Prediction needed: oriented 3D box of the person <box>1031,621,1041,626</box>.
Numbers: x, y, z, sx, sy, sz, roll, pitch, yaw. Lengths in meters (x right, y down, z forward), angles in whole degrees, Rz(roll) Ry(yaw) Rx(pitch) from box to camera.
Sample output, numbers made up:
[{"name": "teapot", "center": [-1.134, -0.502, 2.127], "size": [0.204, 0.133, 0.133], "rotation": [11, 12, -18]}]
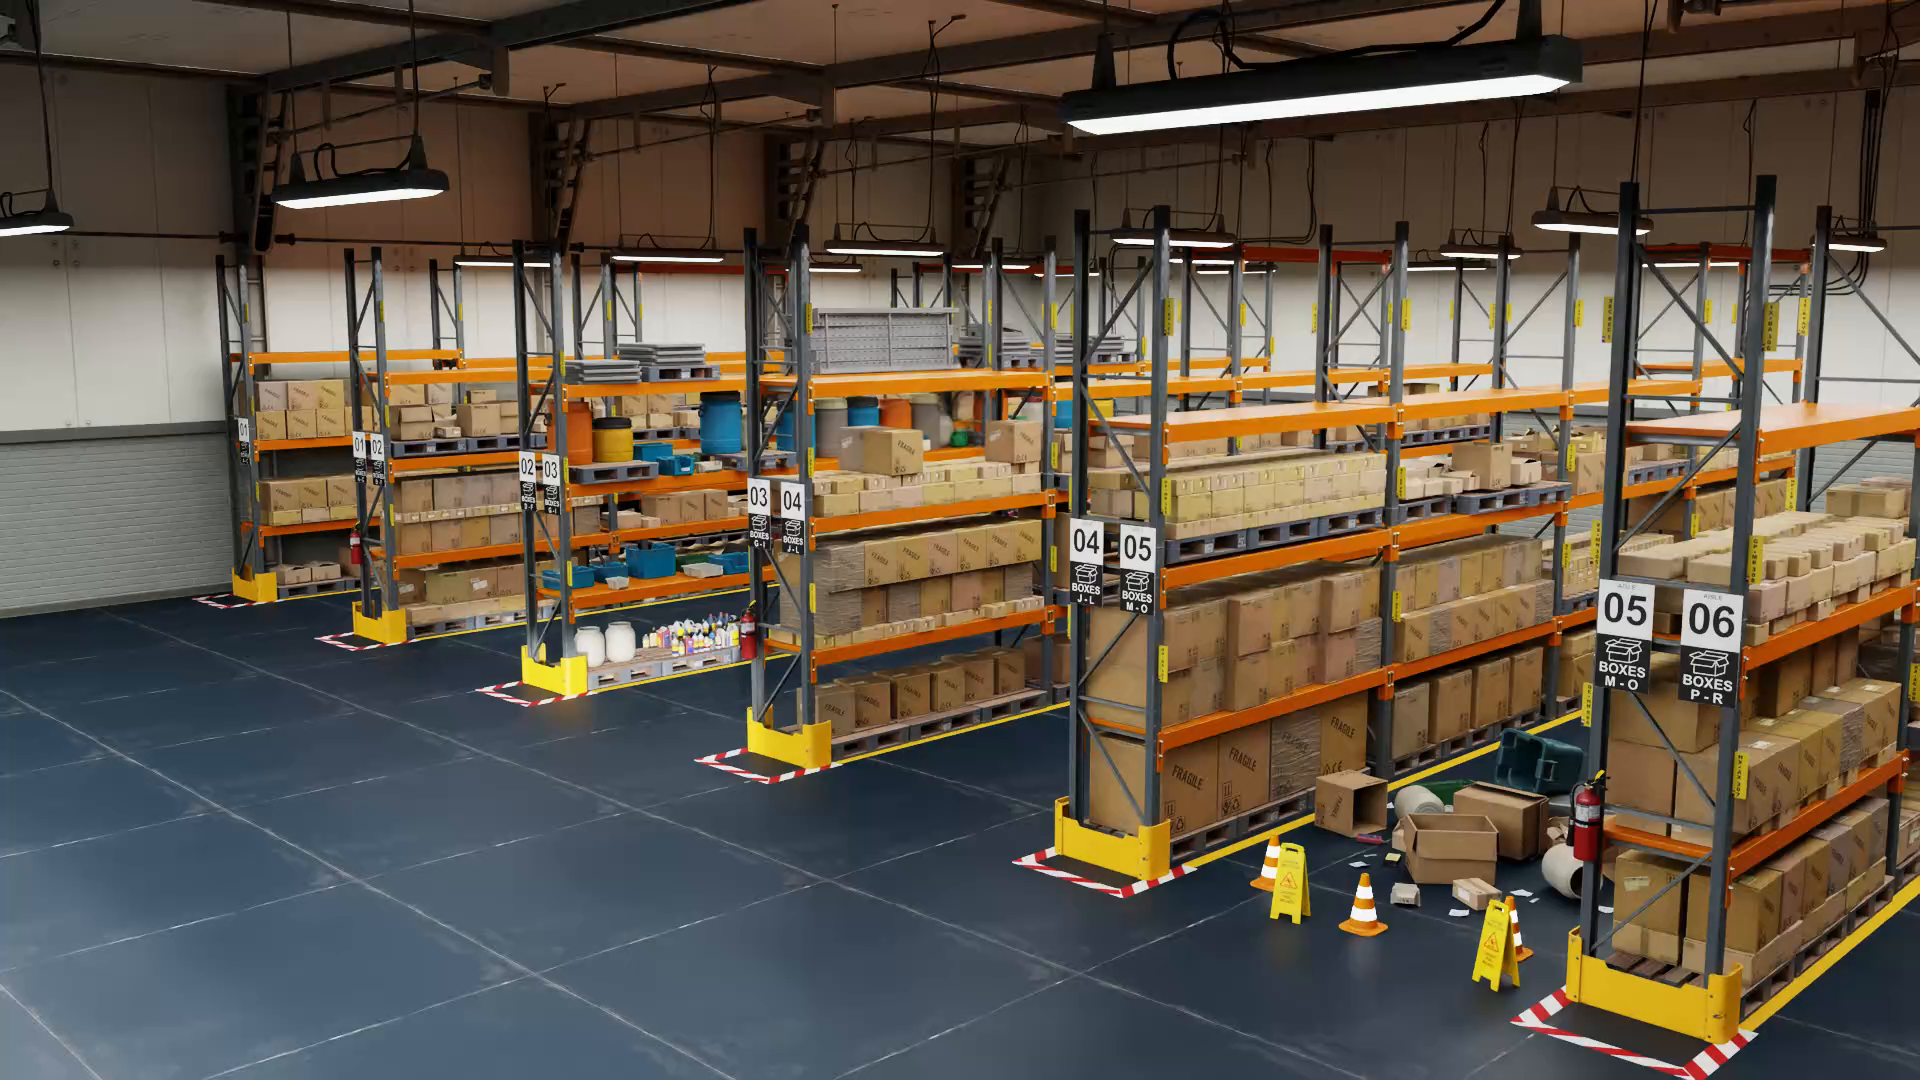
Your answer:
[{"name": "person", "center": [1.132, 0.509, 25.327], "size": [0.562, 1.624, 0.678], "rotation": [7, 11, 40]}]
